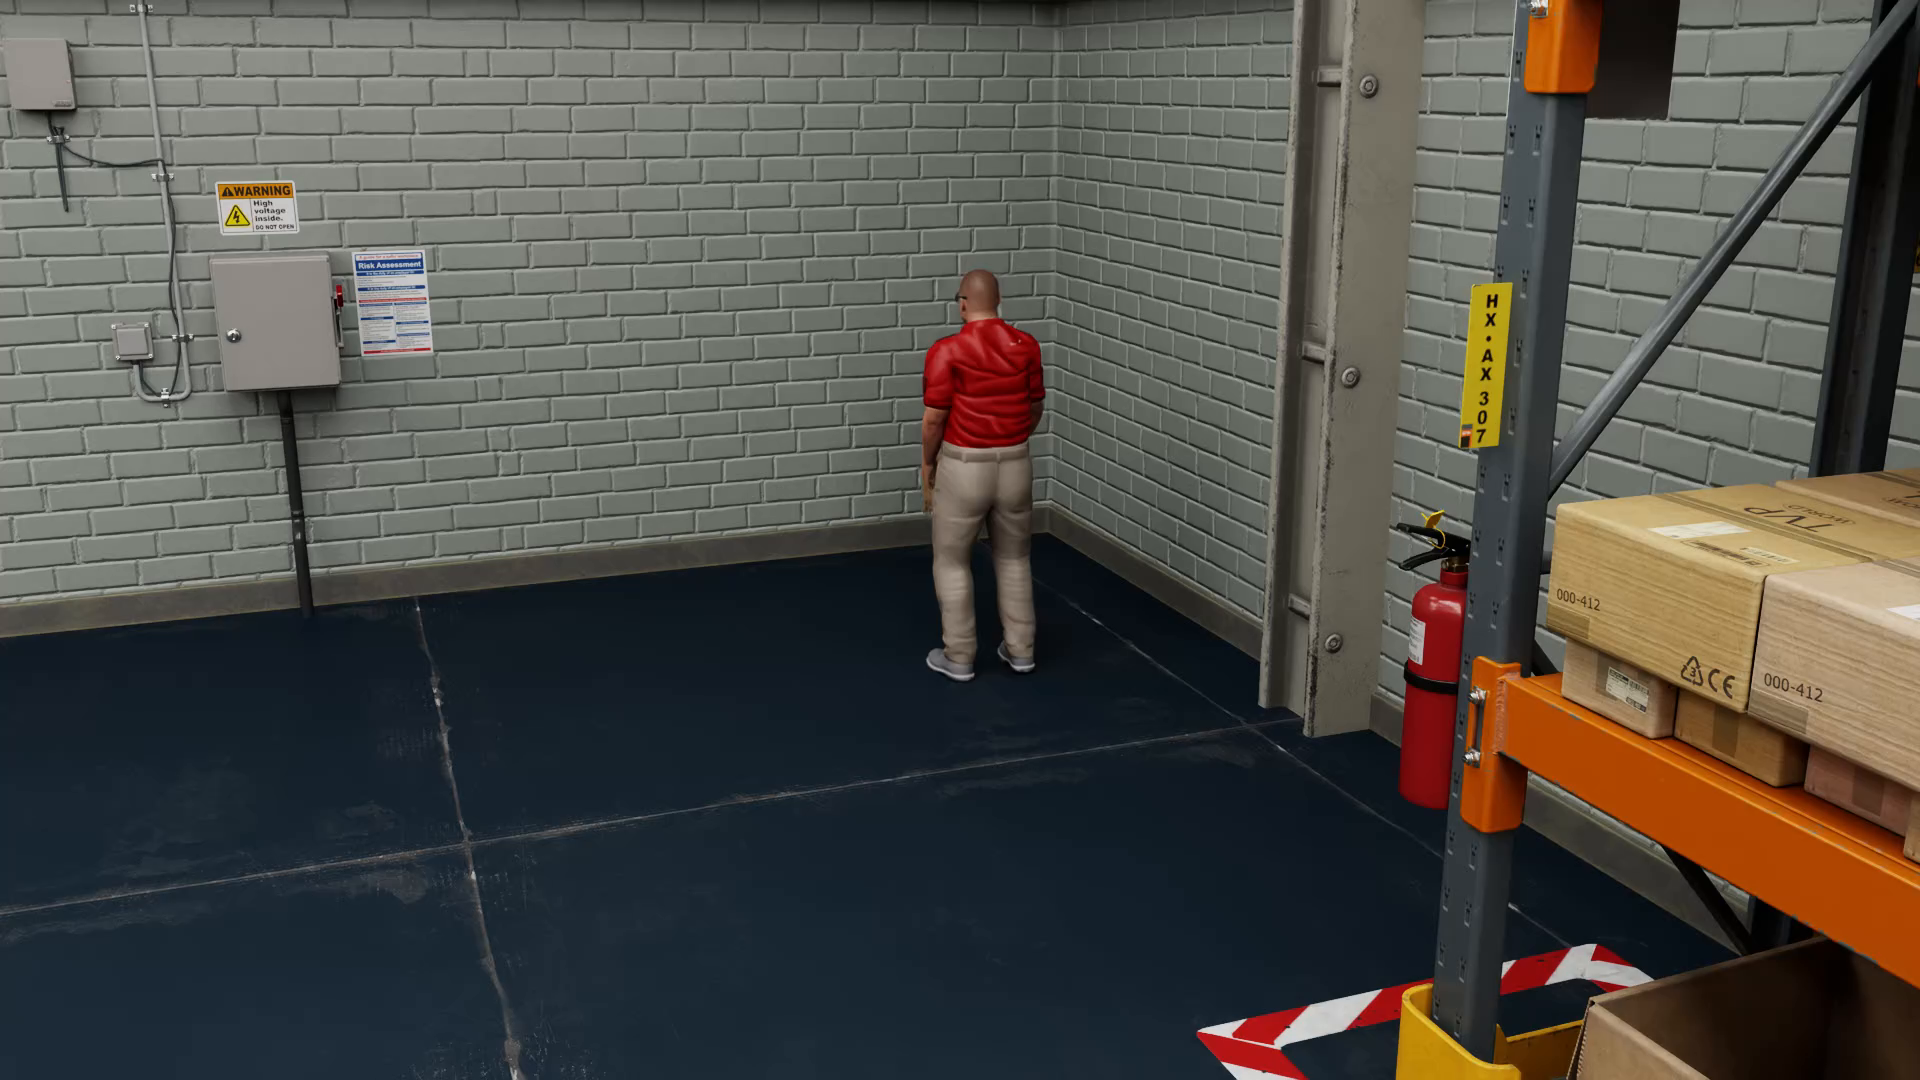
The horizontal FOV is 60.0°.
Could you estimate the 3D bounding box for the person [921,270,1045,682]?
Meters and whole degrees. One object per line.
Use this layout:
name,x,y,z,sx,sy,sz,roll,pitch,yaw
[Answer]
person,0.080,-0.274,7.026,0.539,1.733,0.431,-6,17,-21
